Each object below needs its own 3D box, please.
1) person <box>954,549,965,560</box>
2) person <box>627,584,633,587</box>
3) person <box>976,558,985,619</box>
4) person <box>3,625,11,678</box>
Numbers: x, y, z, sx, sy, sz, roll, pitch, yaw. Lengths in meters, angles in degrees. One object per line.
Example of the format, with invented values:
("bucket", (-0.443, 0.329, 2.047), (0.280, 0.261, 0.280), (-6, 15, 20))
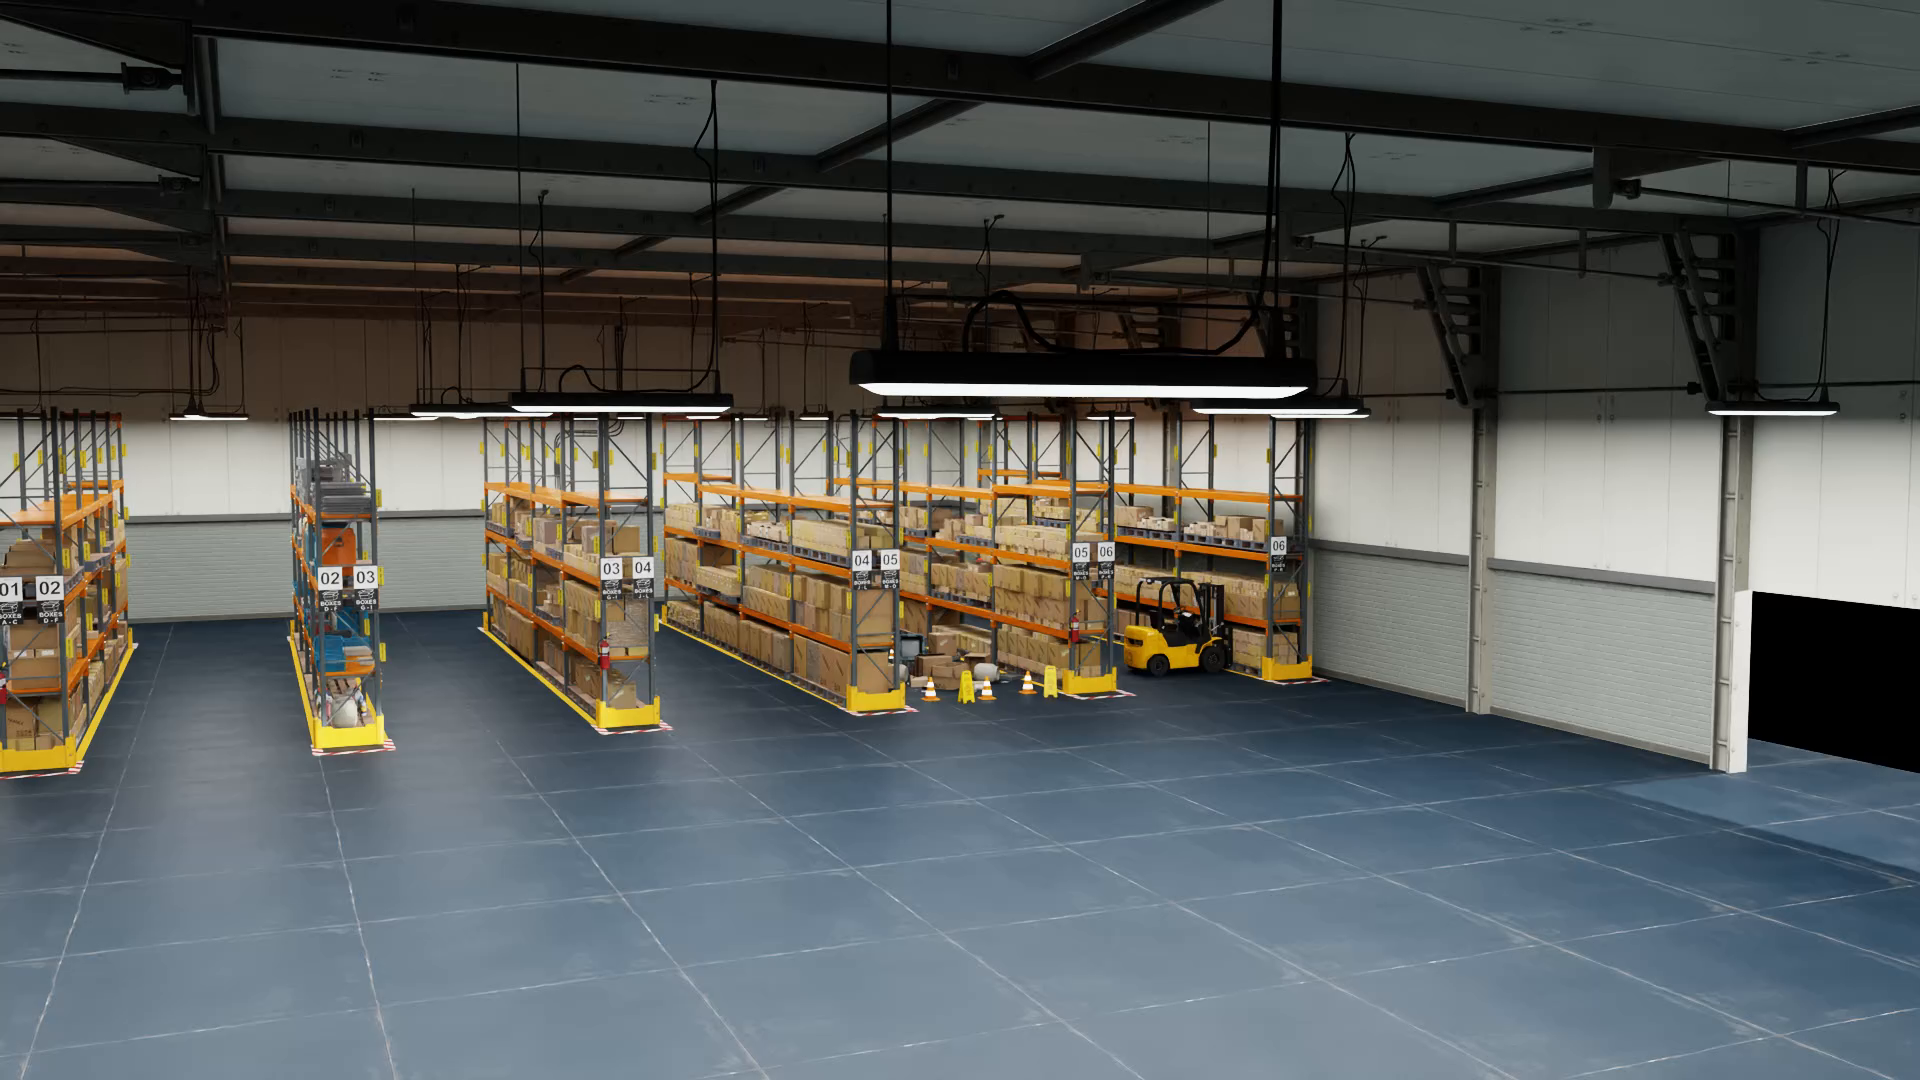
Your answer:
("person", (-0.039, 1.125, 52.792), (0.685, 1.780, 0.545), (-2, 4, -23))
("person", (-8.956, 1.778, 45.002), (0.546, 1.597, 0.737), (-1, 4, -14))
("person", (0.642, 1.420, 48.702), (0.472, 1.790, 0.603), (1, 4, 18))
("person", (-21.221, 2.274, 37.332), (0.585, 1.619, 1.024), (-2, 4, -26))
